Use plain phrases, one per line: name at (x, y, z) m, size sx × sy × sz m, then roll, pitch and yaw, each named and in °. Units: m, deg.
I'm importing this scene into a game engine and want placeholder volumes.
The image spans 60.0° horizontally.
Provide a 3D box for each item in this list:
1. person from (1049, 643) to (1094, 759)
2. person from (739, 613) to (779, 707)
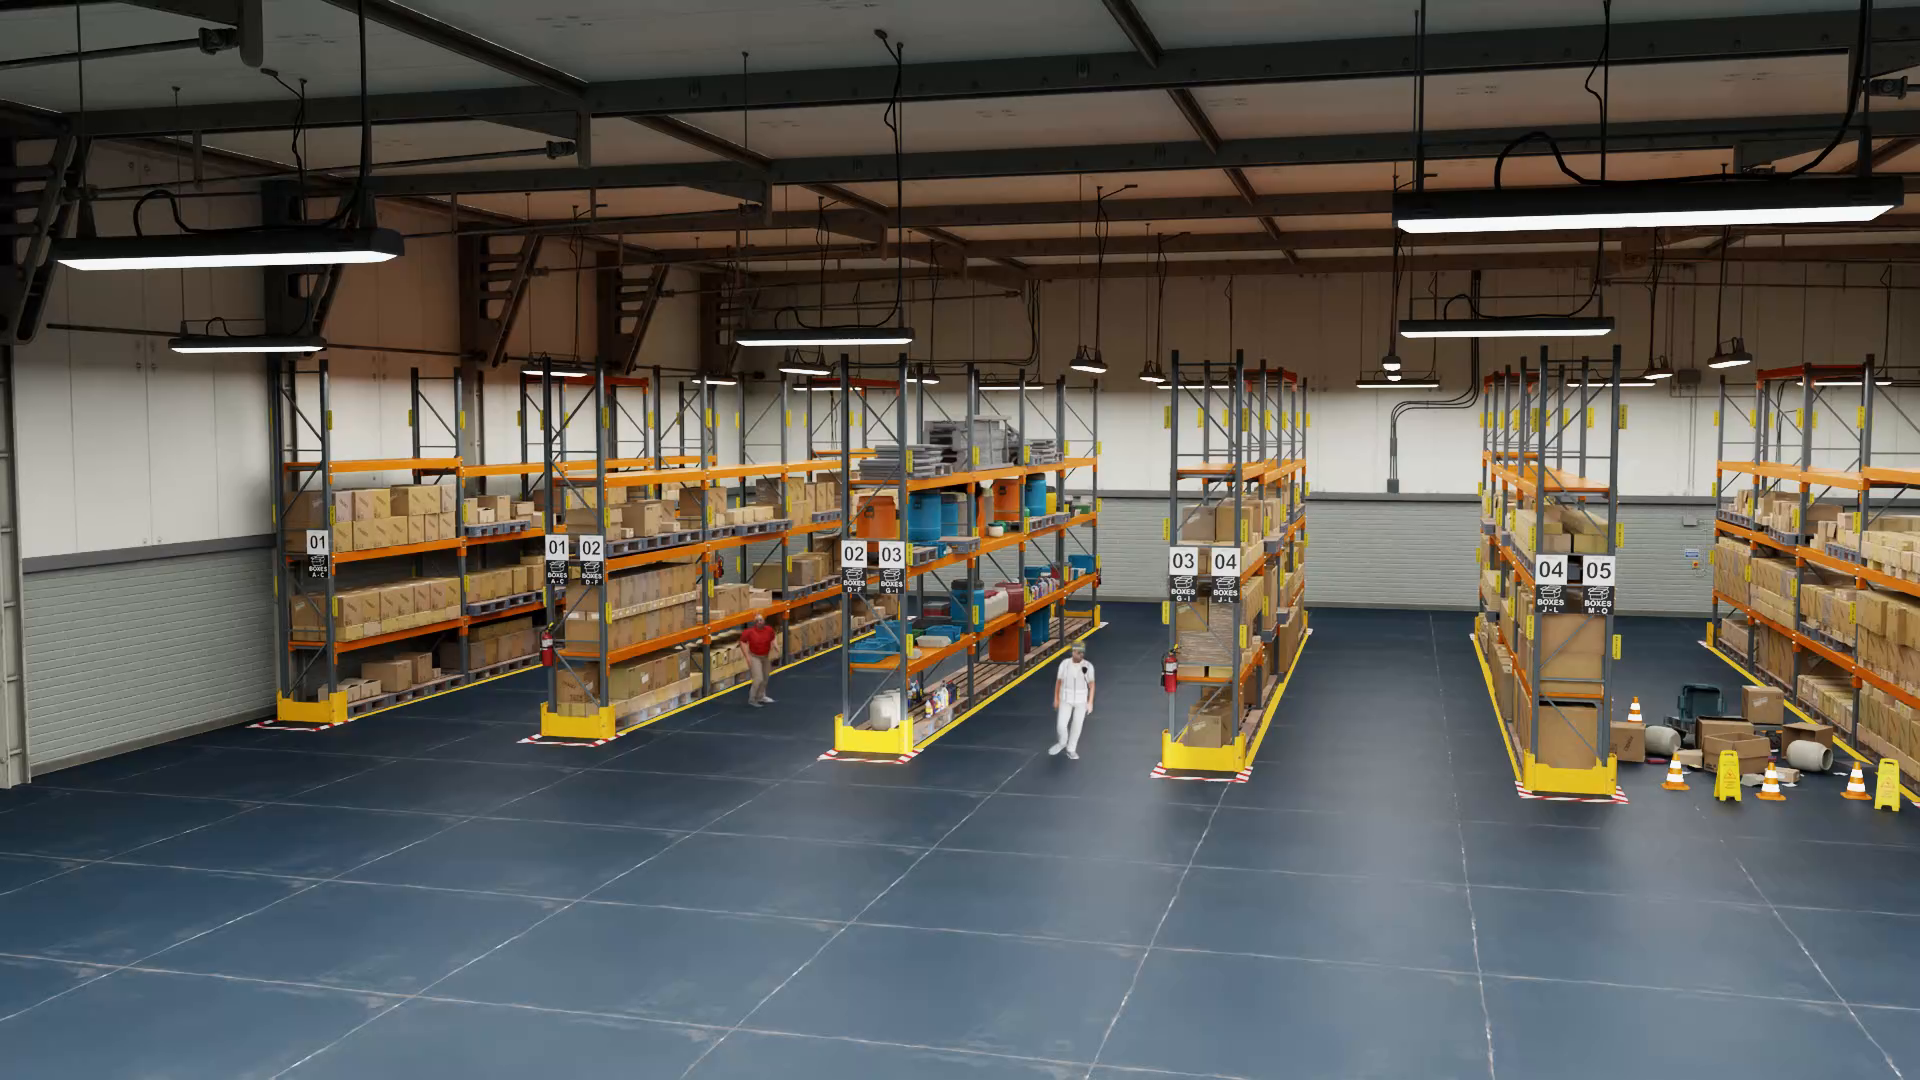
person at (1.643, 2.362, 24.450) m, size 0.654 × 1.742 × 0.489 m, roll 0°, pitch 4°, yaw -3°
person at (-3.478, 2.101, 29.199) m, size 0.704 × 1.674 × 0.823 m, roll -4°, pitch 6°, yaw -45°
